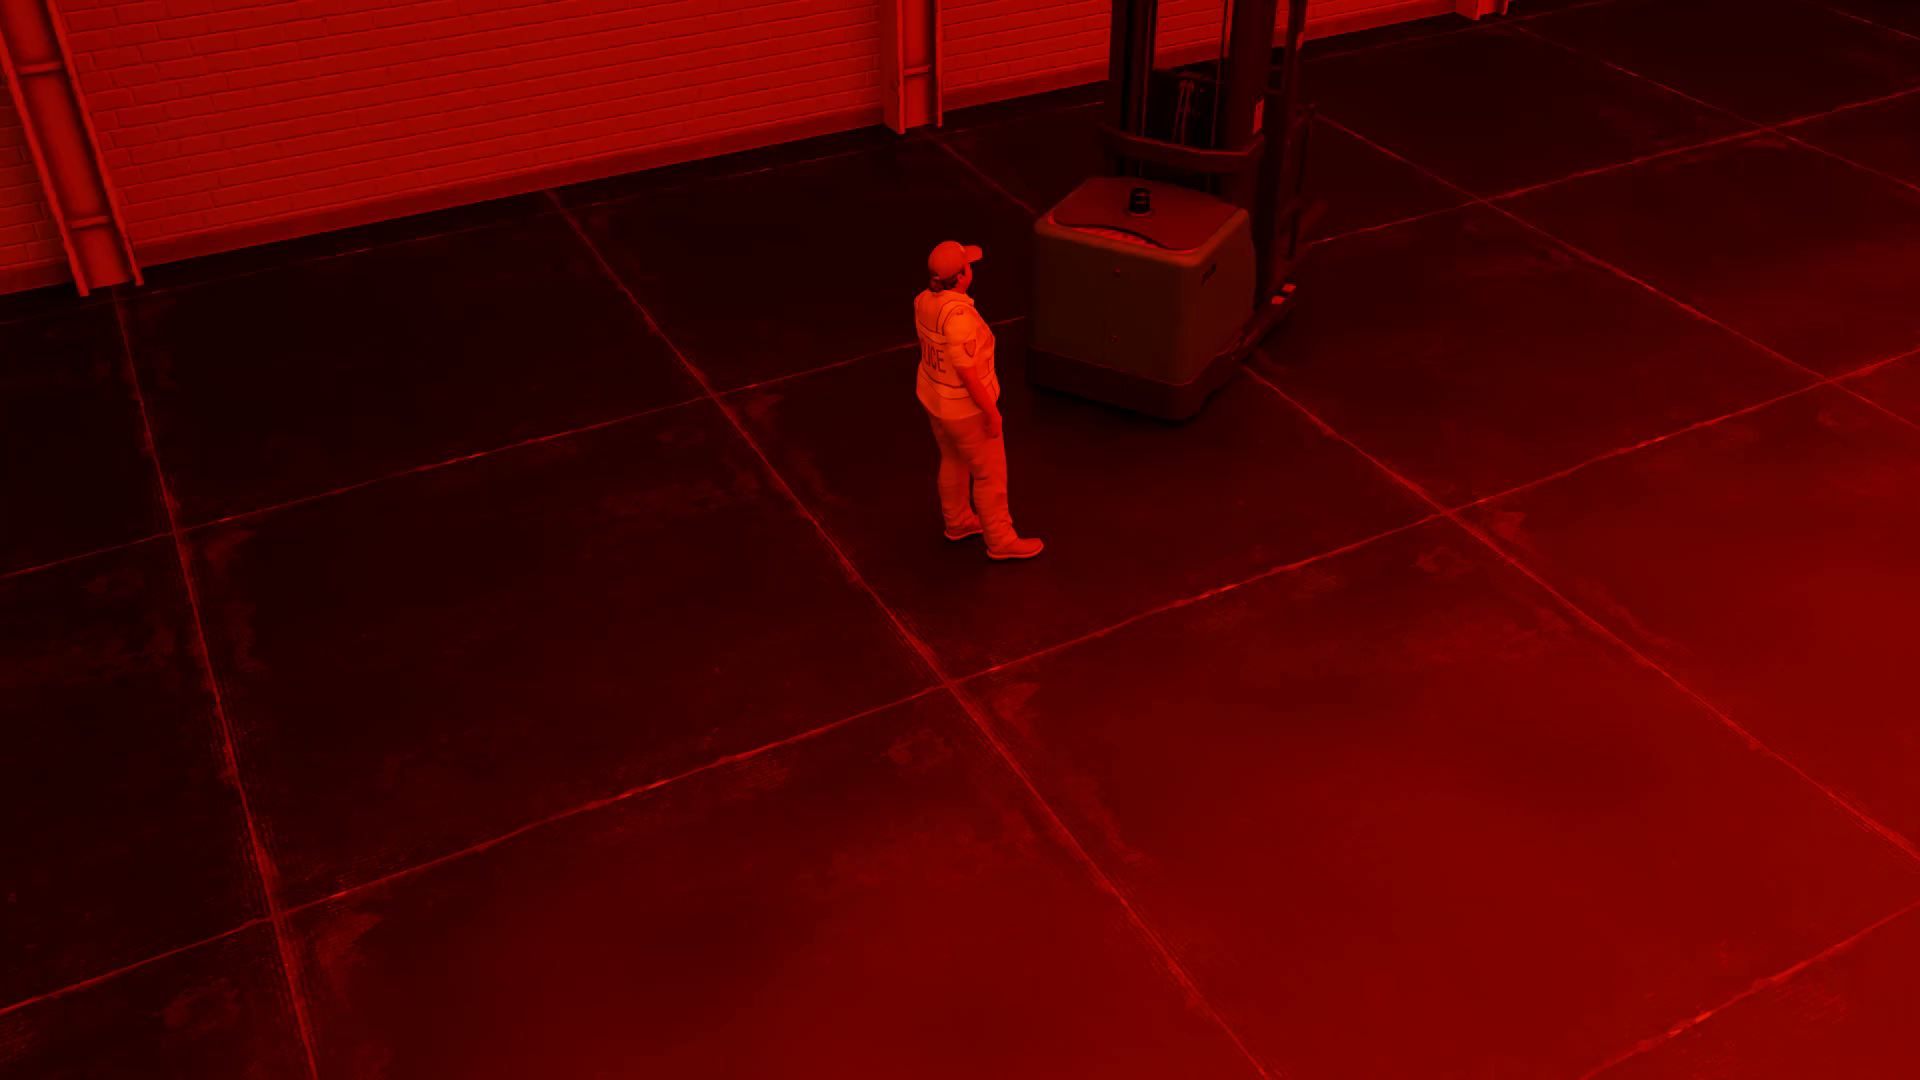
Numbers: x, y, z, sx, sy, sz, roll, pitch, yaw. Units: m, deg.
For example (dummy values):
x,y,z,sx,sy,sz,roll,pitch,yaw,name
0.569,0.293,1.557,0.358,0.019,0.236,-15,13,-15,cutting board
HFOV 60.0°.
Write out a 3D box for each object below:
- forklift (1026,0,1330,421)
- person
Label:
x,y,z,sx,sy,sz,roll,pitch,yaw,name
1.551,-2.706,9.951,1.130,2.935,3.031,18,39,23,forklift
0.078,-0.695,8.190,0.529,1.670,0.598,-17,39,-23,person
